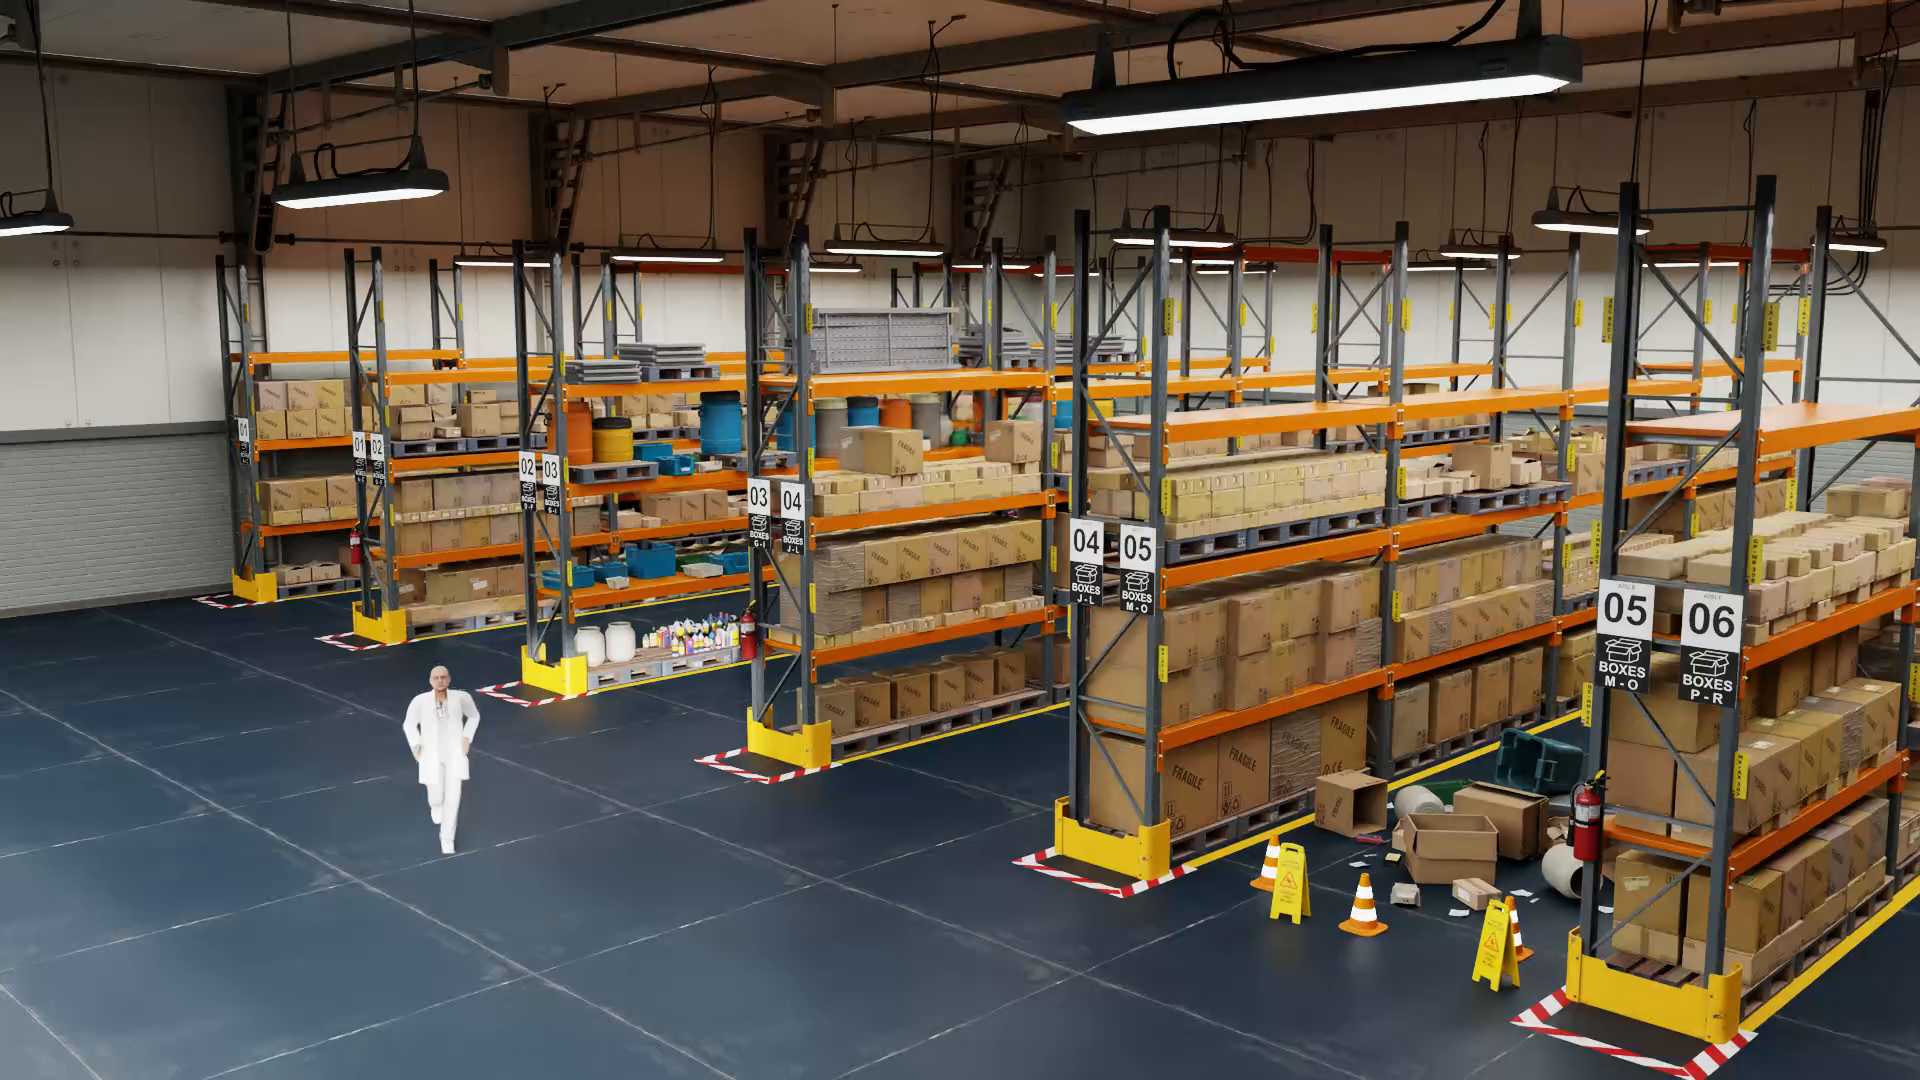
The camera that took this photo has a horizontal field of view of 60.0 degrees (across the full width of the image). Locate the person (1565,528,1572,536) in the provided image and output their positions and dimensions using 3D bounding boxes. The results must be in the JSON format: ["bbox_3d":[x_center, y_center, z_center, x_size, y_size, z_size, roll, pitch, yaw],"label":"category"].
[{"bbox_3d":[9.425,0.657,25.891,0.676,1.767,0.660,-6,10,-38],"label":"person"}]

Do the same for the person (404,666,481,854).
[{"bbox_3d":[-4.956,2.066,15.970,0.710,1.751,0.782,-3,9,-19],"label":"person"}]

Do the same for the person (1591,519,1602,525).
[{"bbox_3d":[10.171,0.554,26.504,0.673,1.809,0.683,8,11,44],"label":"person"}]

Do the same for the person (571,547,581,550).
[{"bbox_3d":[-7.160,0.043,30.604,0.574,1.719,0.730,7,10,39],"label":"person"}]
